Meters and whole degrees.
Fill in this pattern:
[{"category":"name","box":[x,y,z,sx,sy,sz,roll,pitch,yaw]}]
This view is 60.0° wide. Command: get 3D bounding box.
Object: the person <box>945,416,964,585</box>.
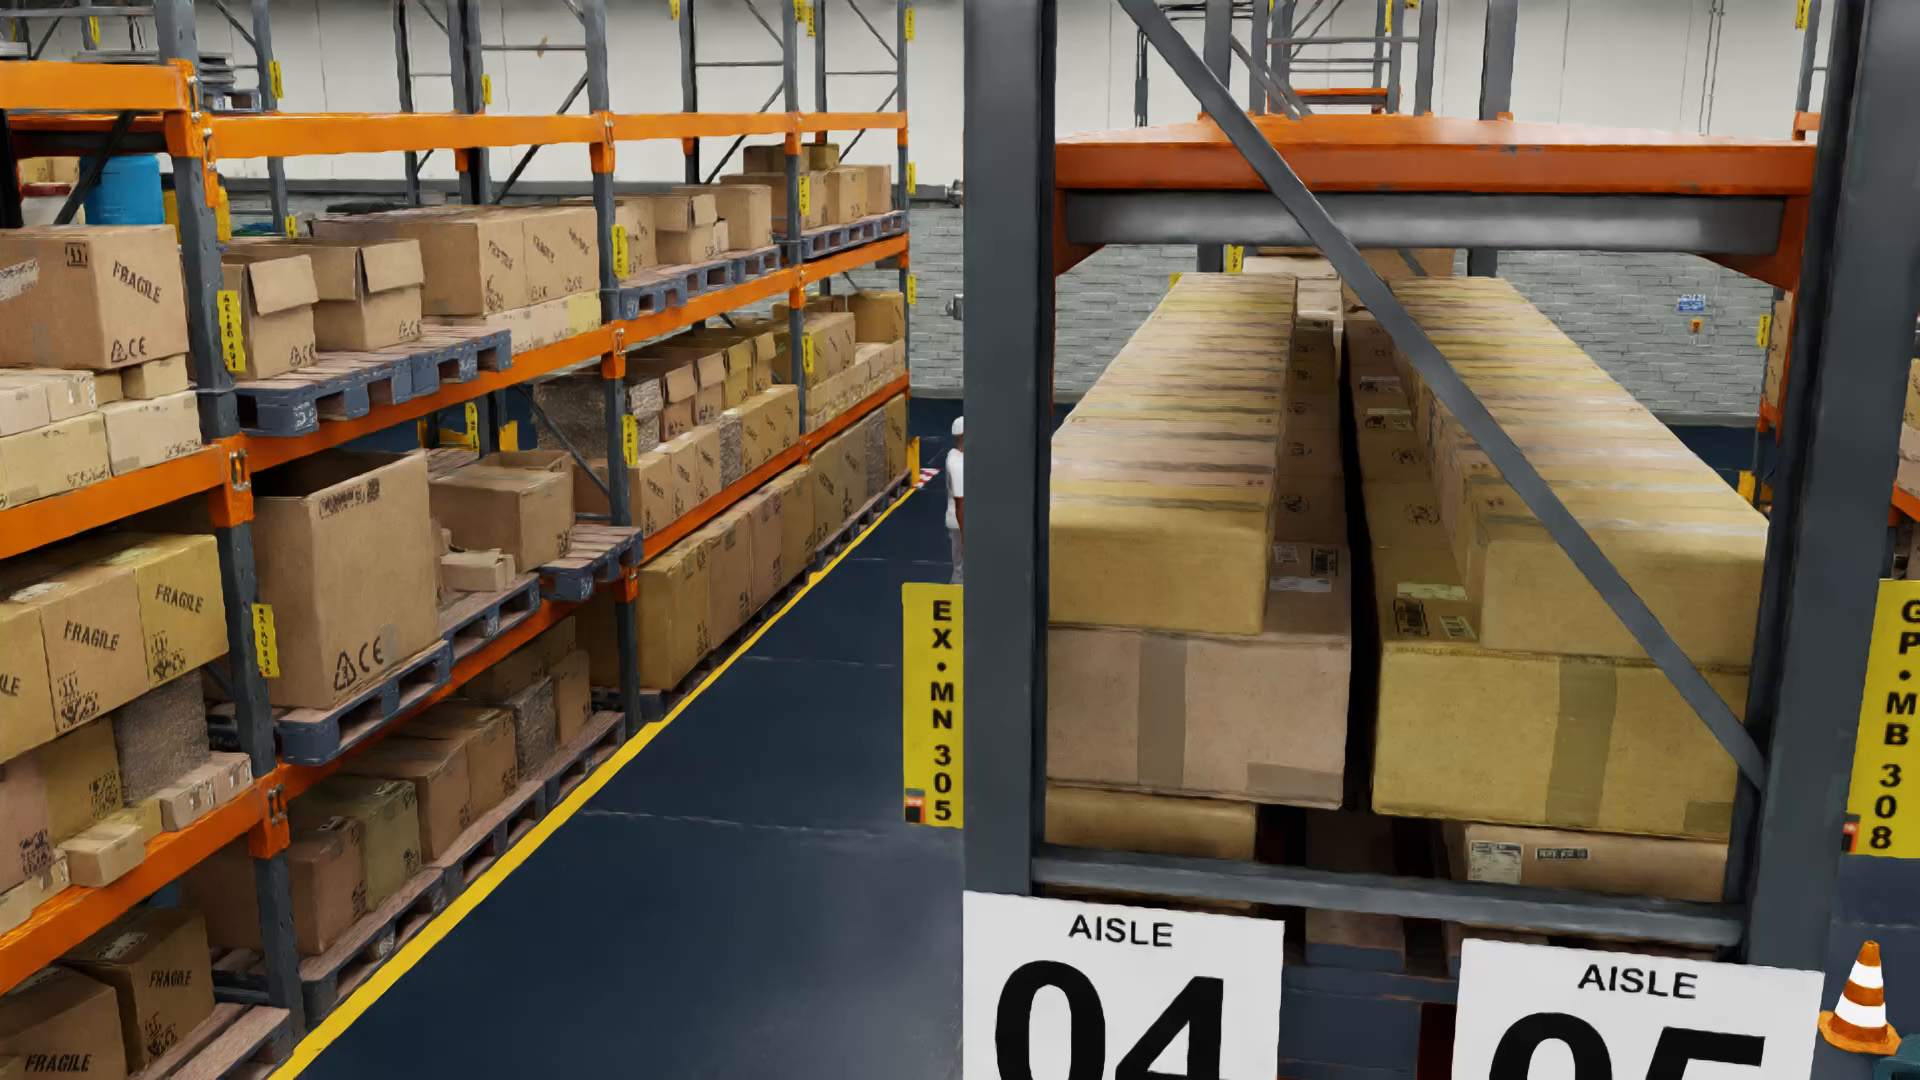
[{"category":"person","box":[0.066,-0.110,13.283,0.386,1.768,0.646,1,15,5]}]
